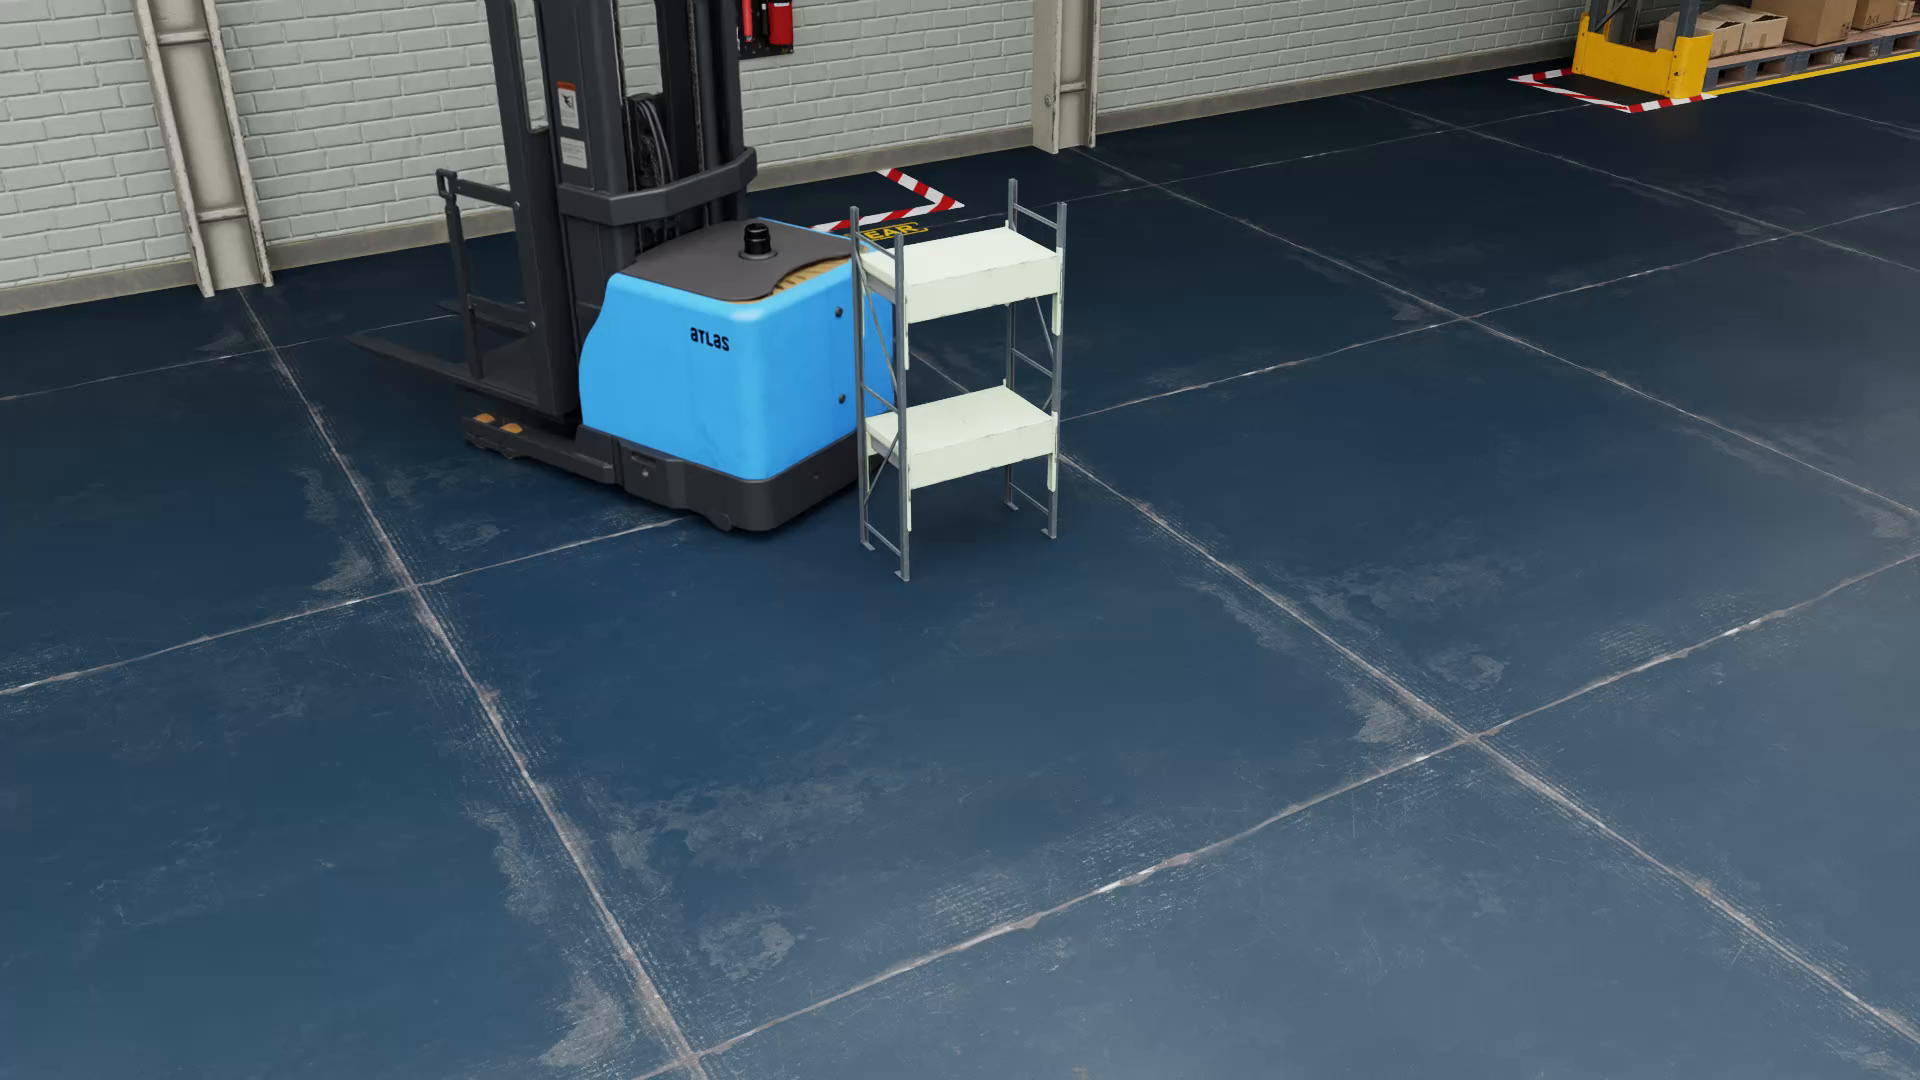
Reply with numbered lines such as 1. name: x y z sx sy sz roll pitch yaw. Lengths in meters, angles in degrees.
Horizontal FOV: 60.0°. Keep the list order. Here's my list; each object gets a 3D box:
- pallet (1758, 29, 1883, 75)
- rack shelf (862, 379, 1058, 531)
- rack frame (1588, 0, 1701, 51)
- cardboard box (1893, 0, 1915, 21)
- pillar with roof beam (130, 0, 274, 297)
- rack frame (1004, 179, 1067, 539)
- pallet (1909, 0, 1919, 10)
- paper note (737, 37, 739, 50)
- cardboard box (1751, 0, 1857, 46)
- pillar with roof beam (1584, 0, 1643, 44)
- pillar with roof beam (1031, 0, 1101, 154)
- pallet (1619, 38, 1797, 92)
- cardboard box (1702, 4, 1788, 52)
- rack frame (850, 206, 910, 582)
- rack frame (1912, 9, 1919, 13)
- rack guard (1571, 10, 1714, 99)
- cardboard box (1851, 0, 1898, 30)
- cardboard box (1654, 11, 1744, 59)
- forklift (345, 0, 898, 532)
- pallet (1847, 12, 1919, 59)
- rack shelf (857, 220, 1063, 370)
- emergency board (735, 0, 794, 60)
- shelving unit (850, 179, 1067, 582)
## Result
1. pallet: 7.631 -4.548 15.273 1.213 0.211 1.003 -16 33 -26
2. rack shelf: -0.006 -0.370 7.042 0.720 0.370 0.431 -16 33 -26
3. rack frame: 5.796 -5.270 13.695 0.127 3.000 1.000 -16 33 -26
4. cardboard box: 8.799 -5.058 15.787 0.250 0.166 0.380 -21 35 -33
5. pillar with roof beam: -2.203 -3.697 4.636 0.400 9.000 9.100 -16 33 -26
6. rack frame: 0.310 -0.745 7.047 0.023 1.500 0.400 -16 33 -26
7. pallet: 9.916 -5.219 16.489 1.213 0.211 1.003 -16 33 -26
8. paper note: -1.549 -3.344 11.116 0.142 0.148 0.016 -16 33 -26
9. cardboard box: 7.588 -4.798 14.972 0.500 0.500 0.700 -18 34 -29
10. pillar with roof beam: 8.143 -6.635 9.959 0.400 9.000 9.100 -16 33 -26
11. pillar with roof beam: 2.970 -5.166 7.298 0.400 9.000 9.100 -16 33 -26
12. pallet: 6.580 -4.252 14.736 1.213 0.211 1.003 -16 33 -26
13. cardboard box: 6.930 -4.557 14.730 0.500 0.311 0.500 -13 31 -22
14. rack frame: -0.321 -0.565 6.722 0.023 1.500 0.400 -16 33 -26
15. rack frame: 9.245 -6.249 15.469 0.127 3.000 1.000 -16 33 -26
16. rack guard: 5.862 -4.194 14.332 0.348 0.500 1.175 -16 33 -26
17. cardboard box: 8.371 -5.076 15.476 0.500 0.500 0.500 -19 34 -30
18. cardboard box: 6.439 -4.417 14.477 0.500 0.311 0.500 -20 35 -32
19. forklift: -1.792 -1.862 7.591 3.031 2.935 1.130 19 34 30
20. pallet: 8.684 -4.849 15.818 1.213 0.211 1.003 -16 33 -26
21. rack shelf: -0.006 -0.997 6.696 0.720 0.370 0.431 -16 33 -26
22. emergency board: -1.361 -3.744 10.929 0.643 1.169 0.194 -16 33 -26
23. shelving unit: -0.006 -0.655 6.885 0.755 1.500 0.431 -16 33 -26
